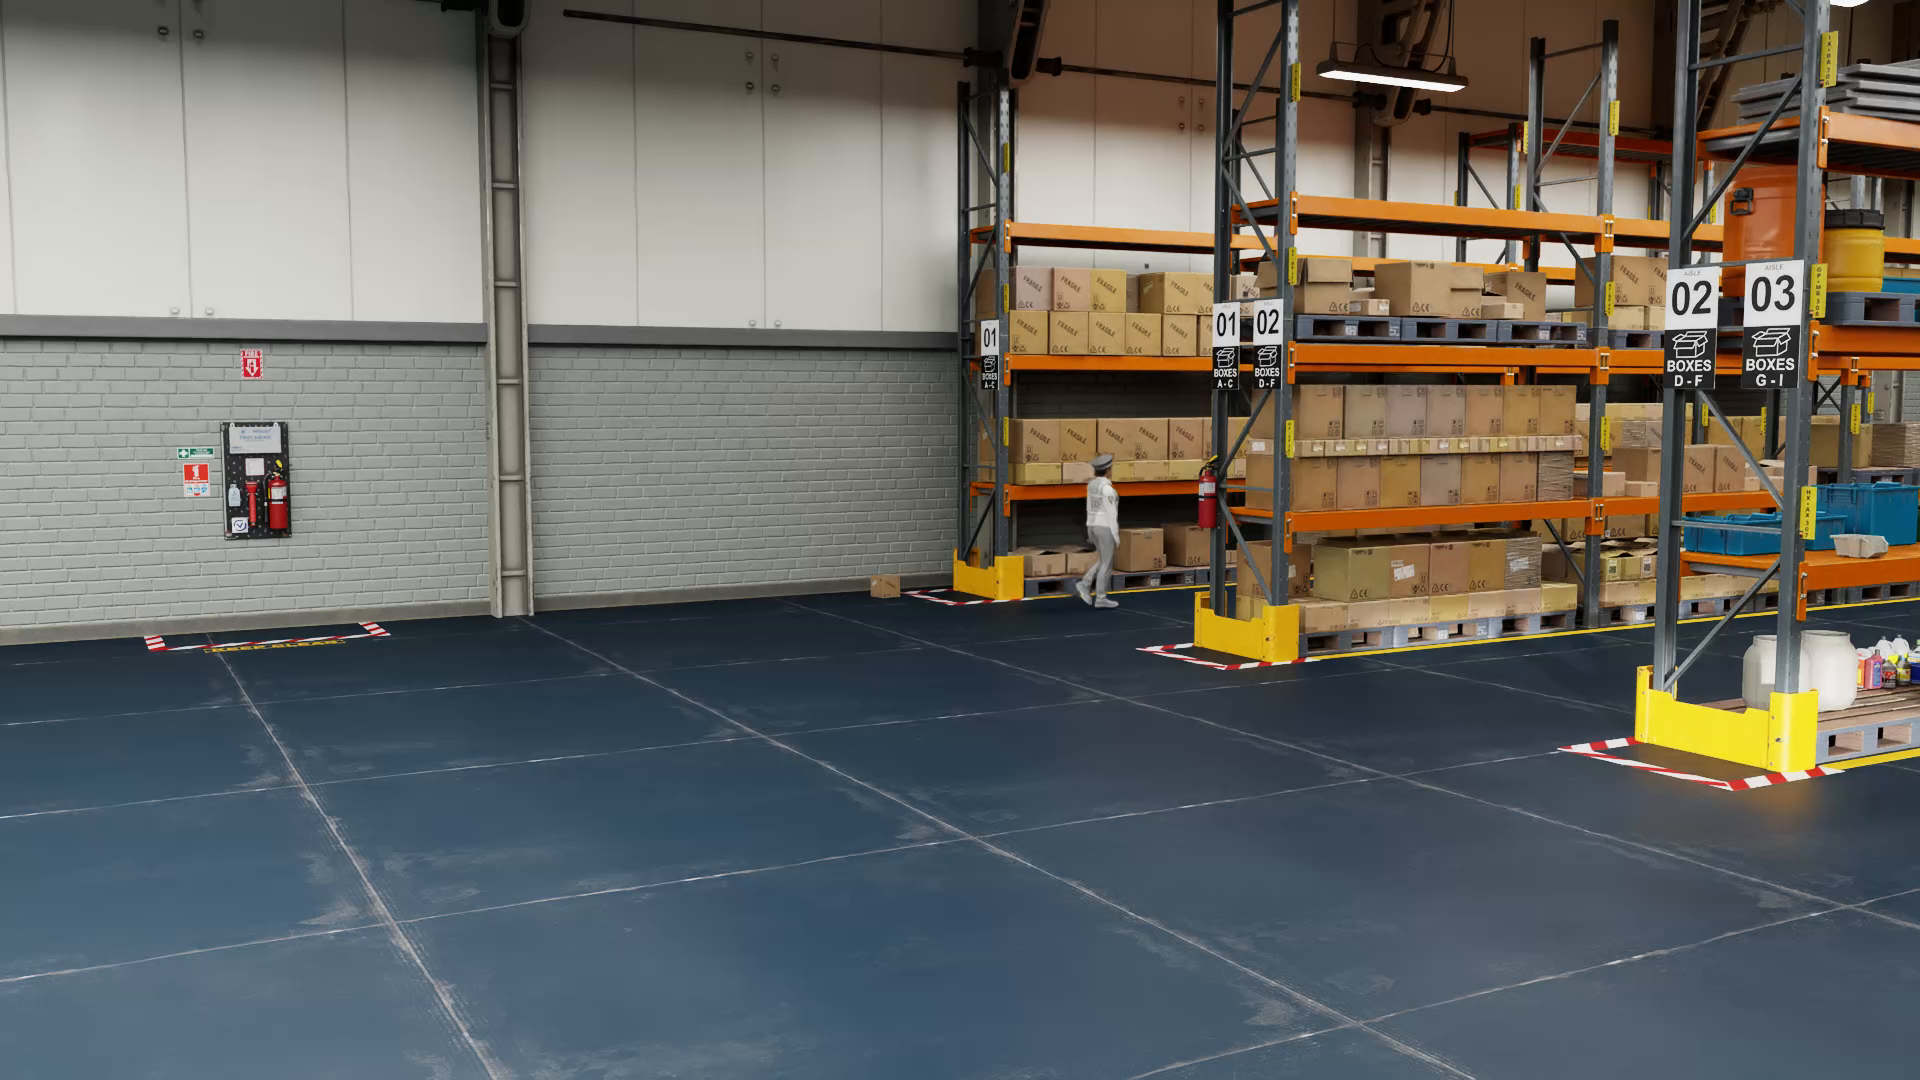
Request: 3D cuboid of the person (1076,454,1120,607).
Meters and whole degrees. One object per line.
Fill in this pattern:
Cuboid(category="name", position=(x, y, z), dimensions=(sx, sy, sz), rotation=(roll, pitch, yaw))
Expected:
Cuboid(category="person", position=(1.540, -0.105, 18.273), dimensions=(0.439, 1.683, 0.499), rotation=(-2, 6, -21))
